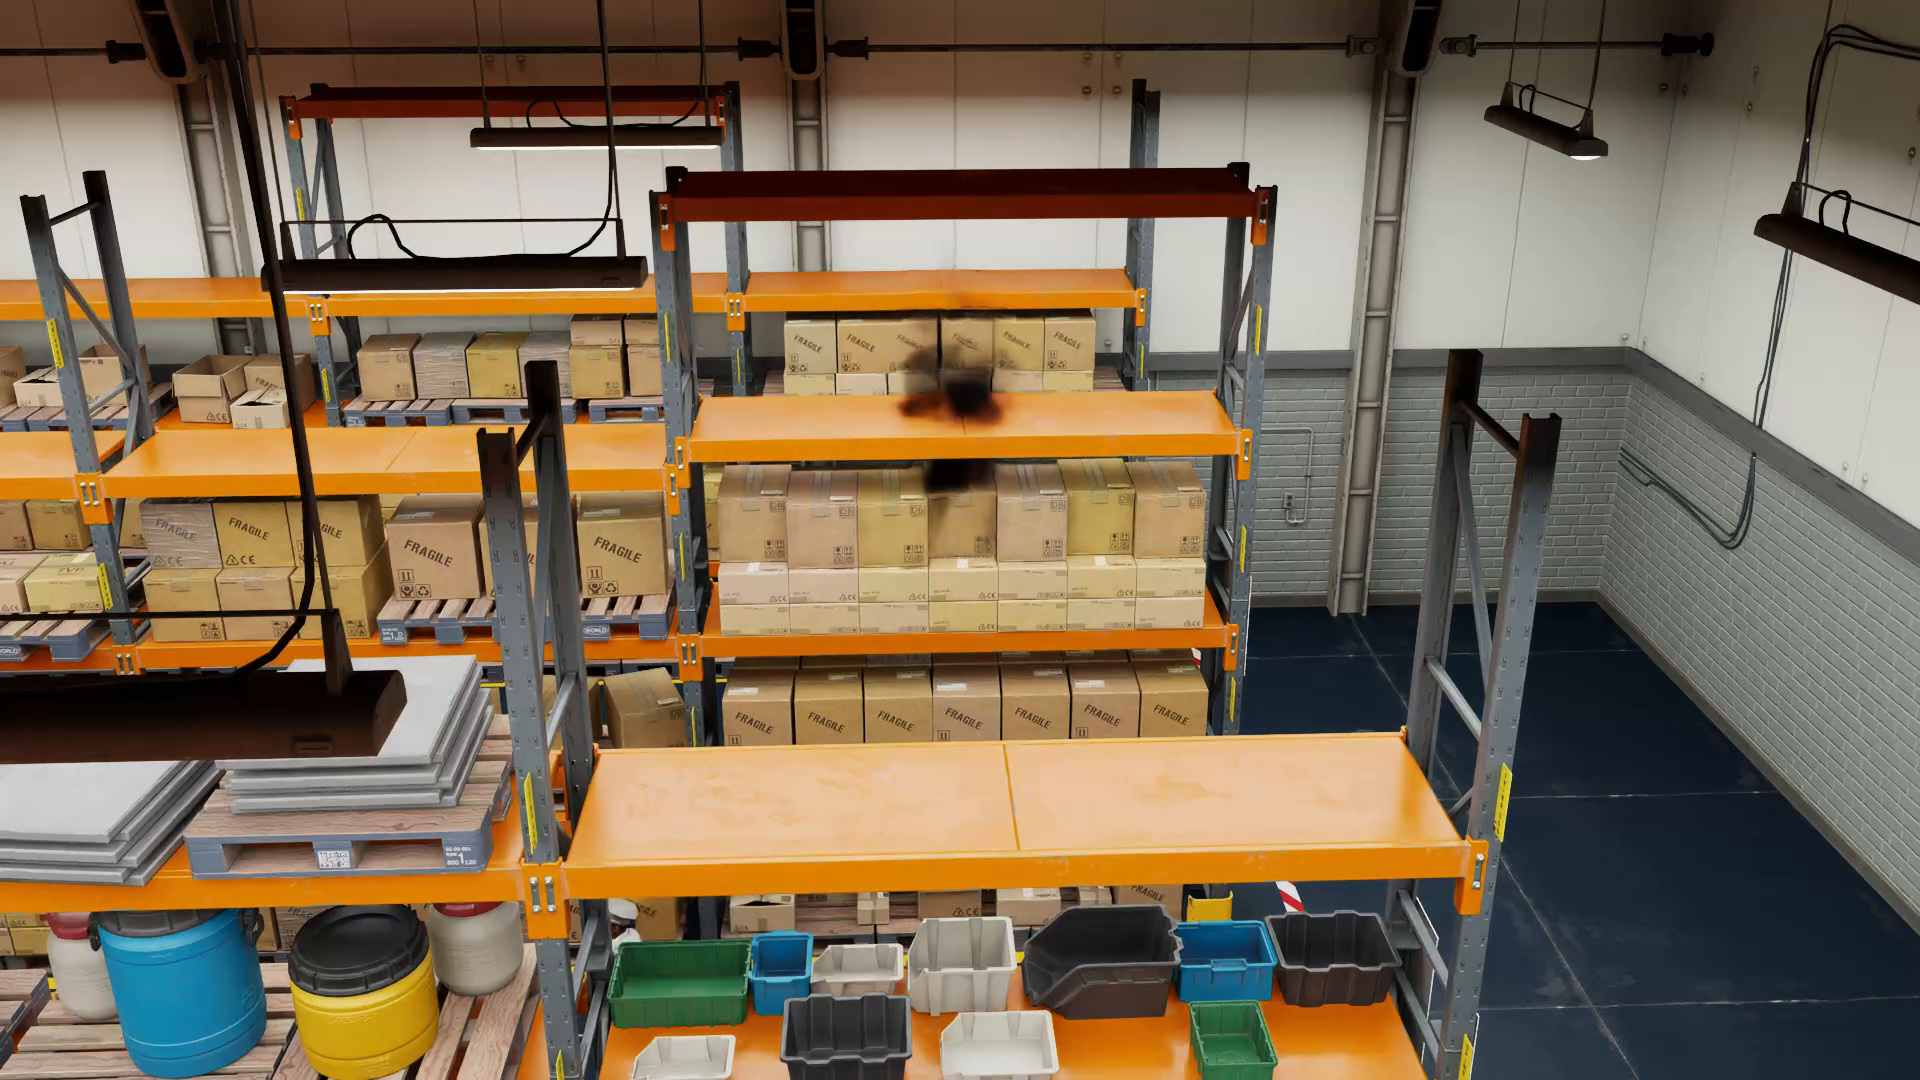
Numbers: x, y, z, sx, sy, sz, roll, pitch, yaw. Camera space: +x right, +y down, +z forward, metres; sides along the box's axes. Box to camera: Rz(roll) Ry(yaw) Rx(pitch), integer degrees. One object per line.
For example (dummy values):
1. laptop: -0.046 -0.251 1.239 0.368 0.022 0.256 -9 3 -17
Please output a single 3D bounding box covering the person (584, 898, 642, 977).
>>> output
1. person: -2.121 3.073 11.055 0.768 1.659 0.565 -6 23 -15
